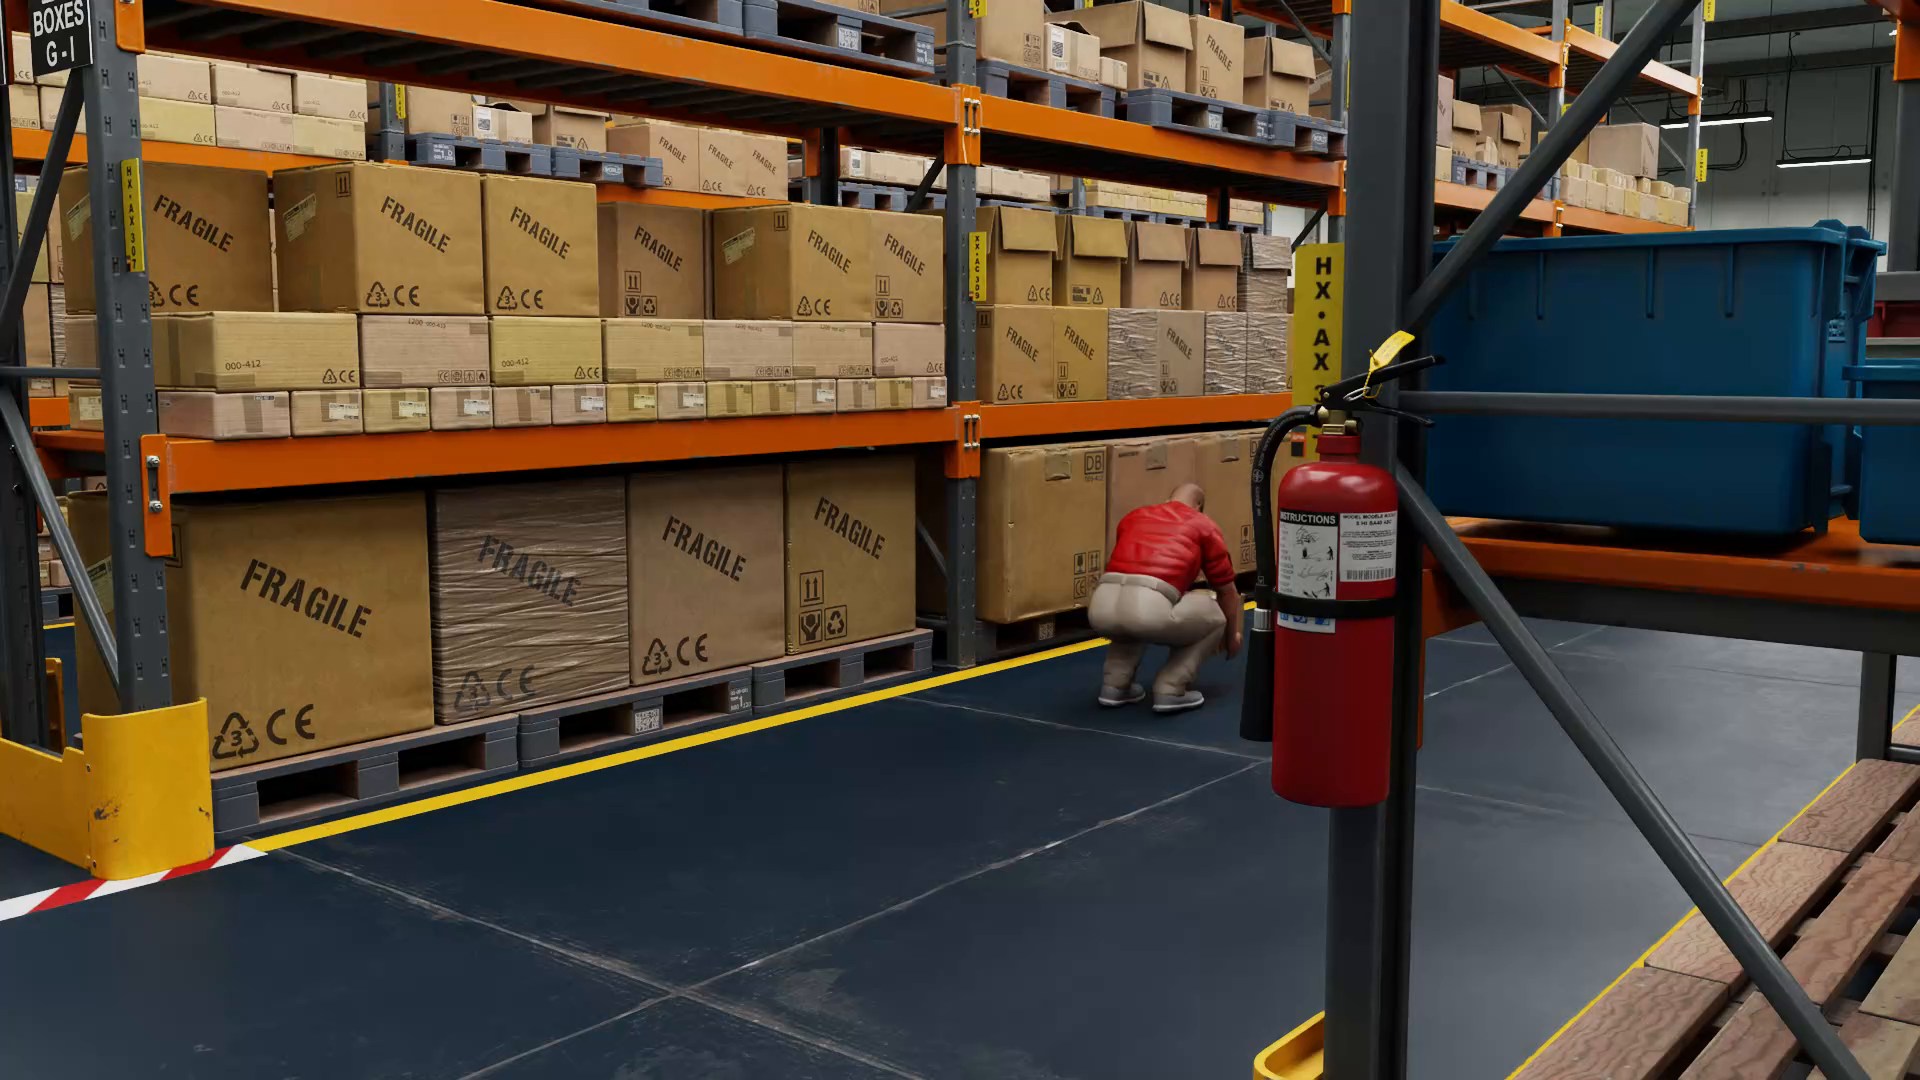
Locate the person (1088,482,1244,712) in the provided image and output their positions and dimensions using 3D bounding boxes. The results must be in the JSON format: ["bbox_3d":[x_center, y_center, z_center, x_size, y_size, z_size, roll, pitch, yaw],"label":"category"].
[{"bbox_3d":[0.906,0.254,7.468,0.558,0.964,0.878,5,8,38],"label":"person"}]
